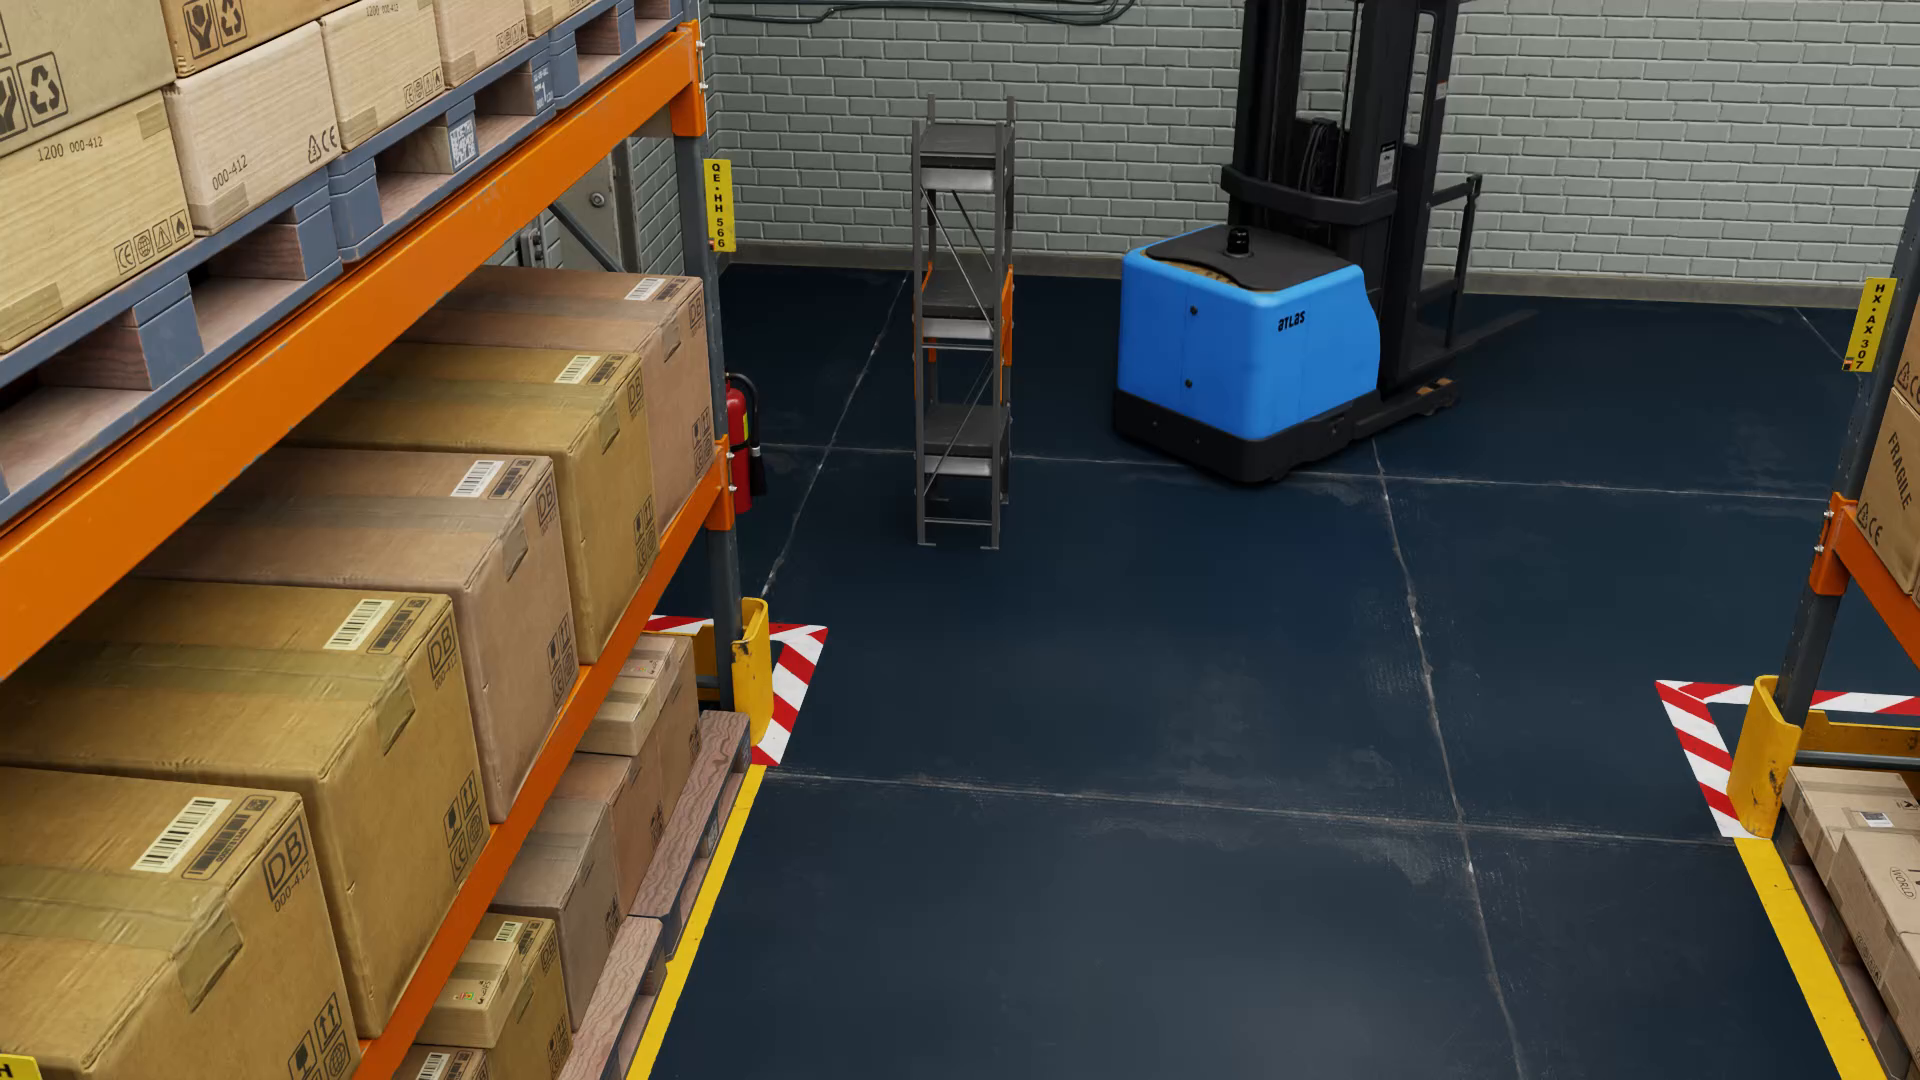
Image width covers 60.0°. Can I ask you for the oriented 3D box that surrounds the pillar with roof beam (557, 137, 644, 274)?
[{"bbox_3d":[2.372,-4.294,6.733,9.100,9.000,0.400,3,28,6],"label":"pillar with roof beam"}]

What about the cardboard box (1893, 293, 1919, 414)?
[{"bbox_3d":[3.228,-0.587,5.017,0.500,0.500,0.500,4,29,8],"label":"cardboard box"}]

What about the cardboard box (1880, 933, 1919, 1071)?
[{"bbox_3d":[3.074,1.431,4.867,0.500,0.250,0.500,3,28,6],"label":"cardboard box"}]

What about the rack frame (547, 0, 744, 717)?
[{"bbox_3d":[-1.372,-0.582,6.168,1.000,3.000,0.127,3,28,6],"label":"rack frame"}]

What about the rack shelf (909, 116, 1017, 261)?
[{"bbox_3d":[0.020,-1.607,7.571,0.431,0.518,0.480,3,28,6],"label":"rack shelf"}]

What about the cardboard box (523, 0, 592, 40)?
[{"bbox_3d":[-1.261,-1.461,4.246,0.500,0.250,0.500,2,28,4],"label":"cardboard box"}]

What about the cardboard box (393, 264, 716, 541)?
[{"bbox_3d":[-1.425,-0.474,5.650,0.980,0.700,0.700,5,29,9],"label":"cardboard box"}]

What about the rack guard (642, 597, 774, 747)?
[{"bbox_3d":[-1.370,0.507,6.782,1.175,0.500,0.348,3,28,6],"label":"rack guard"}]

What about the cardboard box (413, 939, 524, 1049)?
[{"bbox_3d":[-1.382,1.188,4.391,0.380,0.149,0.250,3,28,5],"label":"cardboard box"}]

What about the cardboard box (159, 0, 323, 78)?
[{"bbox_3d":[-1.440,-1.075,2.739,0.500,0.500,0.500,3,28,5],"label":"cardboard box"}]

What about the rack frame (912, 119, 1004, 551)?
[{"bbox_3d":[-0.010,-0.887,7.683,0.400,2.100,0.015,3,28,6],"label":"rack frame"}]

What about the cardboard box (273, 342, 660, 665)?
[{"bbox_3d":[-1.503,-0.131,5.014,0.980,0.700,0.700,3,28,6],"label":"cardboard box"}]

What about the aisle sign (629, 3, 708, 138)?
[{"bbox_3d":[-1.066,-1.743,5.582,0.394,0.787,0.004,3,28,6],"label":"aisle sign"}]

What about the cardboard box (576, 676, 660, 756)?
[{"bbox_3d":[-1.224,0.574,5.530,0.380,0.149,0.250,4,29,8],"label":"cardboard box"}]

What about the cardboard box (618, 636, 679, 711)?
[{"bbox_3d":[-1.194,0.454,5.753,0.380,0.149,0.250,3,28,6],"label":"cardboard box"}]

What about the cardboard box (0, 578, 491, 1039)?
[{"bbox_3d":[-1.685,0.571,3.712,0.980,0.700,0.700,3,28,5],"label":"cardboard box"}]

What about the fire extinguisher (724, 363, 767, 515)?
[{"bbox_3d":[-0.896,-0.428,6.357,0.296,0.674,0.183,3,28,6],"label":"fire extinguisher"}]

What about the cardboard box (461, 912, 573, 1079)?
[{"bbox_3d":[-1.539,1.392,4.696,0.700,0.500,0.500,4,29,7],"label":"cardboard box"}]

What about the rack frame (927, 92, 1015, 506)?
[{"bbox_3d":[0.050,-1.117,8.110,0.400,2.100,0.015,3,28,6],"label":"rack frame"}]

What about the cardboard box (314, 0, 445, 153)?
[{"bbox_3d":[-1.384,-0.974,3.342,0.500,0.250,0.500,3,28,5],"label":"cardboard box"}]

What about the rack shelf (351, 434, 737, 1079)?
[{"bbox_3d":[-1.618,0.676,4.591,1.077,0.370,4.000,3,28,6],"label":"rack shelf"}]

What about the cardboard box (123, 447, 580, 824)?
[{"bbox_3d":[-1.606,0.228,4.348,0.980,0.700,0.700,2,28,4],"label":"cardboard box"}]

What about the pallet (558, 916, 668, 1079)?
[{"bbox_3d":[-1.545,1.599,5.060,1.003,0.211,1.213,3,28,6],"label":"pallet"}]

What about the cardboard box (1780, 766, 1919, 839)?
[{"bbox_3d":[3.152,0.942,5.880,0.380,0.149,0.250,3,28,6],"label":"cardboard box"}]

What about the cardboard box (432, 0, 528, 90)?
[{"bbox_3d":[-1.320,-1.215,3.790,0.500,0.250,0.500,3,28,5],"label":"cardboard box"}]

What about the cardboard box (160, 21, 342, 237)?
[{"bbox_3d":[-1.440,-0.732,2.893,0.500,0.250,0.500,3,28,5],"label":"cardboard box"}]

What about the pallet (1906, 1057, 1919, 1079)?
[{"bbox_3d":[3.286,1.915,4.473,1.003,0.211,1.213,3,28,6],"label":"pallet"}]

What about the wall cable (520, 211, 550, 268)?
[{"bbox_3d":[-2.154,-1.687,7.148,0.084,1.984,1.851,3,28,6],"label":"wall cable"}]

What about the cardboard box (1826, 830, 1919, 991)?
[{"bbox_3d":[3.135,1.195,5.304,0.500,0.250,0.500,3,28,6],"label":"cardboard box"}]

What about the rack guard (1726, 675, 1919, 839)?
[{"bbox_3d":[3.535,0.840,6.164,1.175,0.500,0.348,3,28,6],"label":"rack guard"}]

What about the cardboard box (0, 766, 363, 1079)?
[{"bbox_3d":[-1.780,0.914,3.074,0.980,0.700,0.700,4,29,7],"label":"cardboard box"}]

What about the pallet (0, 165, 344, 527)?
[{"bbox_3d":[-1.752,-0.365,2.697,1.003,0.211,1.213,3,28,6],"label":"pallet"}]

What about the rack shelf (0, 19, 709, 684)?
[{"bbox_3d":[-1.618,-0.645,3.880,1.077,0.370,4.000,3,28,6],"label":"rack shelf"}]

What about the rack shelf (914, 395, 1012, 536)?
[{"bbox_3d":[0.020,-0.374,8.235,0.431,0.518,0.480,3,28,6],"label":"rack shelf"}]

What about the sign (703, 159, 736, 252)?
[{"bbox_3d":[-0.836,-1.158,5.767,0.100,0.325,0.005,3,28,6],"label":"sign"}]

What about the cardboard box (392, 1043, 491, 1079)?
[{"bbox_3d":[-1.604,1.634,4.248,0.700,0.500,0.500,3,28,6],"label":"cardboard box"}]

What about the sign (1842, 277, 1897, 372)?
[{"bbox_3d":[3.006,-0.709,5.490,0.100,0.325,0.005,3,28,6],"label":"sign"}]

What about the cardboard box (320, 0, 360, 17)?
[{"bbox_3d":[-1.385,-1.307,3.171,0.500,0.500,0.500,4,29,7],"label":"cardboard box"}]

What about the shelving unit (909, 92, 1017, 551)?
[{"bbox_3d":[0.020,-1.002,7.897,0.431,2.100,0.503,3,28,6],"label":"shelving unit"}]

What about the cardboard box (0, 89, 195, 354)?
[{"bbox_3d":[-1.516,-0.493,2.450,0.500,0.250,0.500,3,28,6],"label":"cardboard box"}]

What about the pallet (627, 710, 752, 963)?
[{"bbox_3d":[-1.393,1.026,6.123,1.003,0.211,1.213,3,28,6],"label":"pallet"}]

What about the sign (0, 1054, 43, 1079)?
[{"bbox_3d":[-1.323,0.853,2.368,0.100,0.325,0.005,3,28,6],"label":"sign"}]

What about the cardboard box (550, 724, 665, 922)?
[{"bbox_3d":[-1.420,0.904,5.602,0.700,0.500,0.500,3,28,6],"label":"cardboard box"}]

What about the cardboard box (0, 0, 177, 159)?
[{"bbox_3d":[-1.497,-0.832,2.289,0.500,0.500,0.500,3,28,6],"label":"cardboard box"}]

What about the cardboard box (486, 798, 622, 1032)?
[{"bbox_3d":[-1.481,1.141,5.162,0.700,0.500,0.500,2,28,5],"label":"cardboard box"}]

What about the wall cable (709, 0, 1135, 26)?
[{"bbox_3d":[-0.325,-4.498,10.385,3.097,2.526,0.112,3,28,6],"label":"wall cable"}]

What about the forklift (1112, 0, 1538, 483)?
[{"bbox_3d":[2.282,-2.169,9.186,3.031,2.935,1.130,-23,36,-36],"label":"forklift"}]

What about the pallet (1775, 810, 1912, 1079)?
[{"bbox_3d":[3.438,1.343,5.536,1.003,0.211,1.213,3,28,6],"label":"pallet"}]

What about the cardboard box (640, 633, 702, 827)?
[{"bbox_3d":[-1.359,0.669,6.039,0.700,0.500,0.500,3,28,6],"label":"cardboard box"}]

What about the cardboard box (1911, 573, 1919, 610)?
[{"bbox_3d":[3.170,0.096,4.803,0.500,0.500,0.500,3,28,6],"label":"cardboard box"}]

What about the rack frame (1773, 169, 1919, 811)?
[{"bbox_3d":[3.544,-0.296,5.637,1.000,3.000,0.127,3,28,6],"label":"rack frame"}]

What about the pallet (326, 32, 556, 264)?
[{"bbox_3d":[-1.600,-0.938,3.760,1.003,0.211,1.213,3,28,6],"label":"pallet"}]

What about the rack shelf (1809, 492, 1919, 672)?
[{"bbox_3d":[3.299,0.962,4.060,1.077,0.370,4.000,3,28,6],"label":"rack shelf"}]

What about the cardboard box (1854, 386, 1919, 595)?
[{"bbox_3d":[3.228,-0.147,5.254,0.500,0.500,0.500,4,29,7],"label":"cardboard box"}]

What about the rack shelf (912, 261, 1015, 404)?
[{"bbox_3d":[0.020,-0.990,7.903,0.431,0.518,0.480,3,28,6],"label":"rack shelf"}]

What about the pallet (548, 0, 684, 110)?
[{"bbox_3d":[-1.453,-1.514,4.829,1.003,0.211,1.213,3,28,6],"label":"pallet"}]

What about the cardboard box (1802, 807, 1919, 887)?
[{"bbox_3d":[3.121,1.052,5.658,0.380,0.166,0.250,3,28,6],"label":"cardboard box"}]
